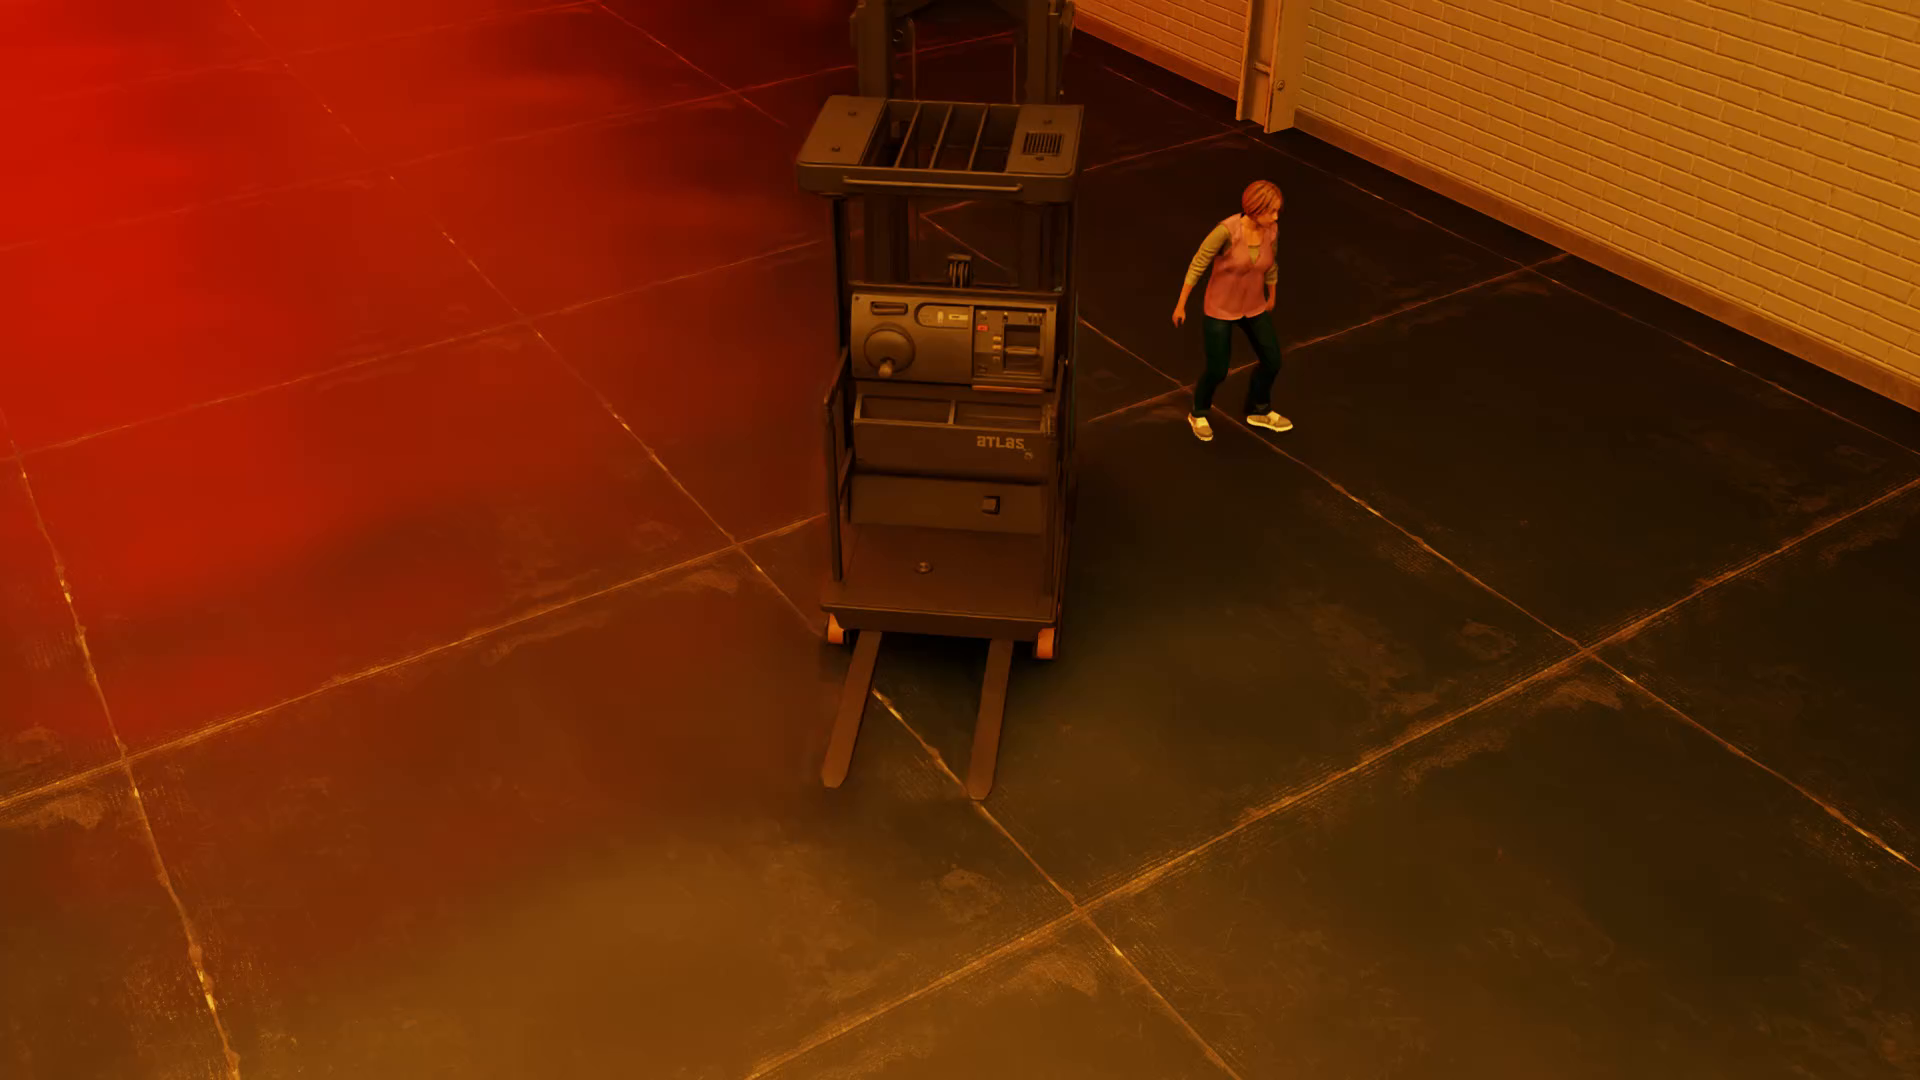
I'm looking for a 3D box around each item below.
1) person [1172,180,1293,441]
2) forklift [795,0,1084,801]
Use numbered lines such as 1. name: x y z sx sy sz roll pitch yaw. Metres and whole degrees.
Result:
1. person: 1.531 -1.263 9.161 0.731 1.563 0.399 -11 37 -15
2. forklift: -0.054 -0.841 7.345 1.130 2.935 3.031 4 35 5
